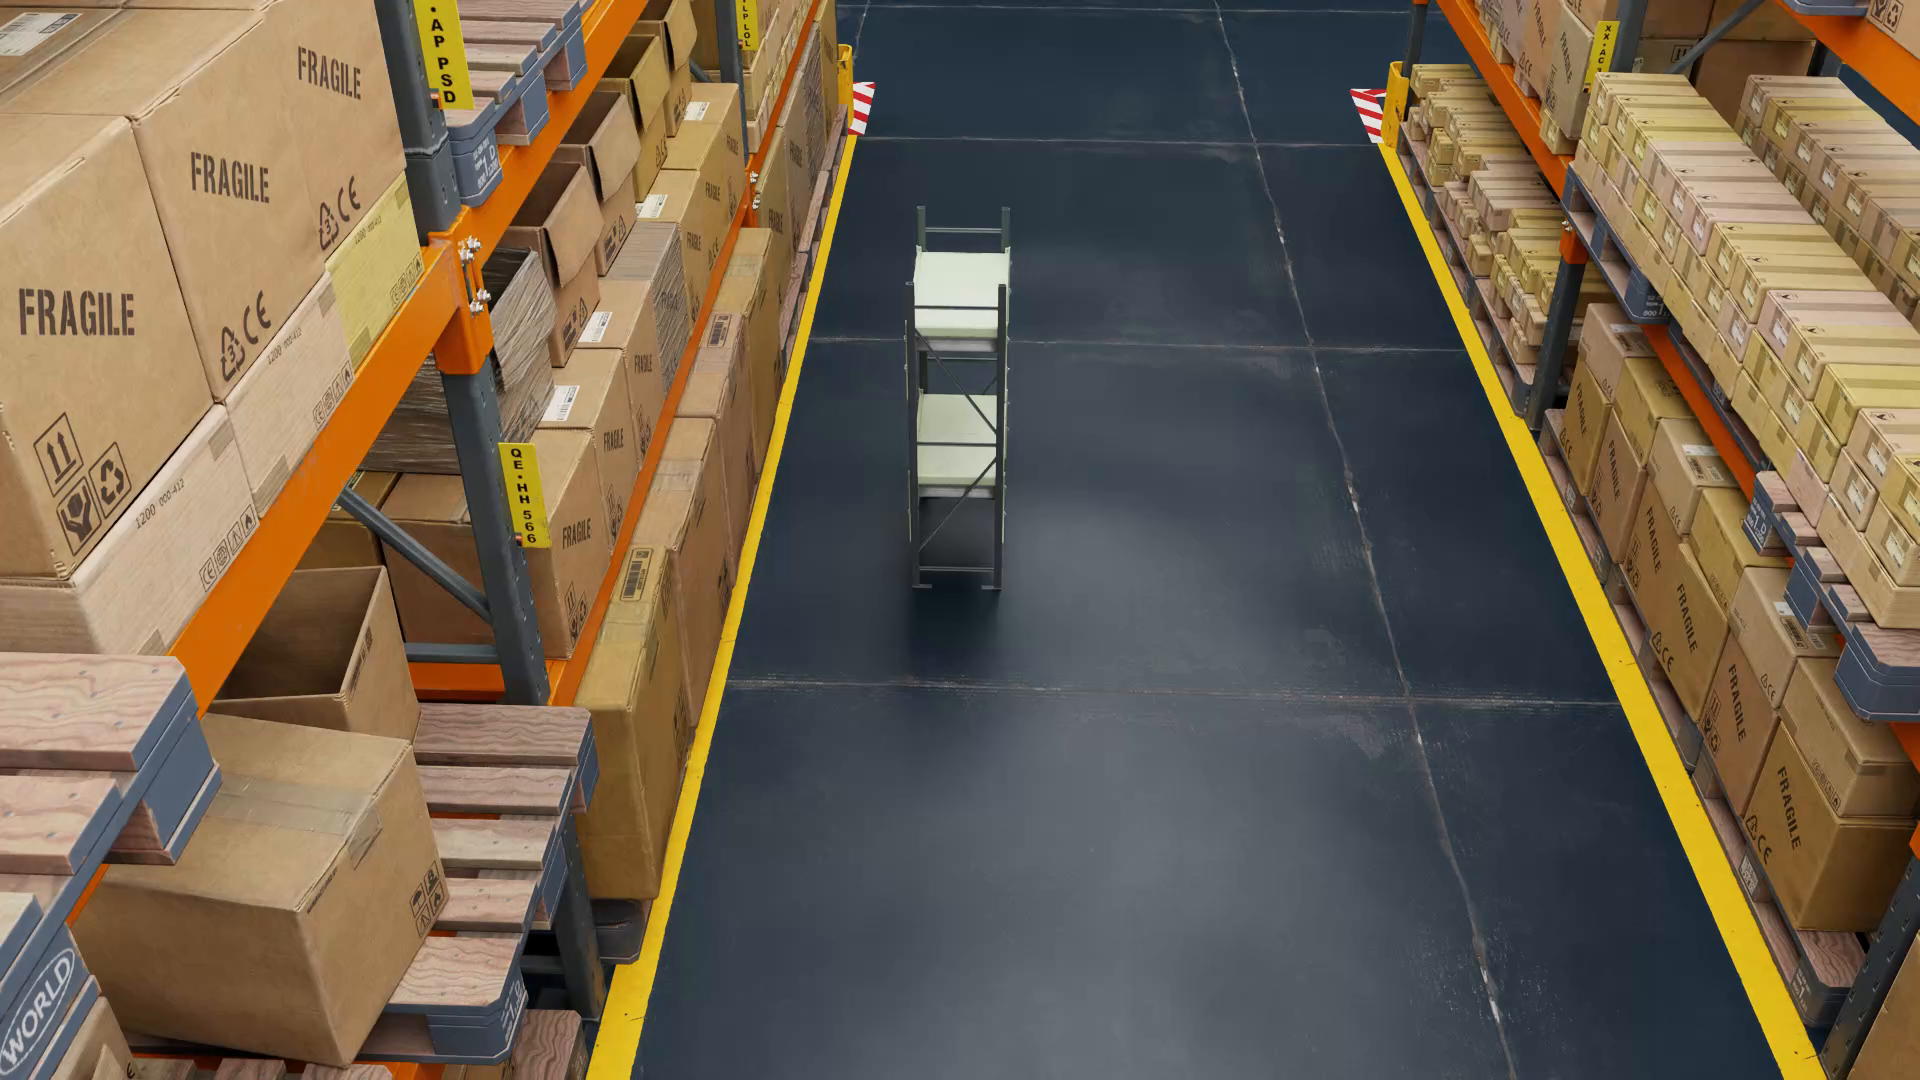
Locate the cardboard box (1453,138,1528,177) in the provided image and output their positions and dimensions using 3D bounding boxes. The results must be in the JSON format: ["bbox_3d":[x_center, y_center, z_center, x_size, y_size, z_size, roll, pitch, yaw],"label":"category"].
[{"bbox_3d":[3.193,-2.303,10.015,0.380,0.149,0.250,2,35,3],"label":"cardboard box"}]

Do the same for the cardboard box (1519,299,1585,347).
[{"bbox_3d":[3.121,-1.121,8.592,0.380,0.149,0.250,2,35,3],"label":"cardboard box"}]

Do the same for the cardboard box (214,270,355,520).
[{"bbox_3d":[-1.467,-0.282,3.064,0.500,0.250,0.500,1,35,2],"label":"cardboard box"}]

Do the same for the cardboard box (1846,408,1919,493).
[{"bbox_3d":[2.840,-0.256,4.842,0.380,0.149,0.250,1,35,1],"label":"cardboard box"}]

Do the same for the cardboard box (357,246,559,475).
[{"bbox_3d":[-1.641,-0.551,4.966,0.797,0.503,0.637,2,35,3],"label":"cardboard box"}]

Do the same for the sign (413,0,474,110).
[{"bbox_3d":[-1.144,-1.105,3.656,0.100,0.325,0.005,1,35,2],"label":"sign"}]

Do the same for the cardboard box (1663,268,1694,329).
[{"bbox_3d":[2.904,-0.909,6.288,0.380,0.149,0.250,1,35,1],"label":"cardboard box"}]

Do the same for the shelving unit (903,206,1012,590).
[{"bbox_3d":[0.000,-0.610,7.313,0.431,1.500,0.755,1,35,2],"label":"shelving unit"}]

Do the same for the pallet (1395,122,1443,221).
[{"bbox_3d":[3.516,-2.453,11.057,1.003,0.211,1.213,1,35,2],"label":"pallet"}]

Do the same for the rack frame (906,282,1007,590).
[{"bbox_3d":[-0.015,-0.399,7.014,0.400,1.500,0.023,1,35,2],"label":"rack frame"}]

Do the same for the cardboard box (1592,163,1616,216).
[{"bbox_3d":[2.946,-1.500,7.128,0.380,0.149,0.250,2,35,3],"label":"cardboard box"}]

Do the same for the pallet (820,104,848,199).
[{"bbox_3d":[-1.319,-2.674,11.372,1.003,0.211,1.213,1,35,2],"label":"pallet"}]

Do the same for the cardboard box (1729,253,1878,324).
[{"bbox_3d":[2.882,-0.855,5.694,0.380,0.149,0.250,3,35,4],"label":"cardboard box"}]

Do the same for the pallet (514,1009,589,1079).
[{"bbox_3d":[-1.719,1.910,4.849,1.003,0.211,1.213,1,35,2],"label":"pallet"}]

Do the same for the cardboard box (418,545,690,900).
[{"bbox_3d":[-1.638,0.621,5.740,1.225,0.875,0.875,0,35,0],"label":"cardboard box"}]

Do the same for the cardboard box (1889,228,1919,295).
[{"bbox_3d":[3.543,-0.980,5.871,0.380,0.149,0.250,1,35,1],"label":"cardboard box"}]

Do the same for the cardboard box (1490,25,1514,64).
[{"bbox_3d":[3.195,-2.772,9.305,0.380,0.149,0.250,2,35,3],"label":"cardboard box"}]

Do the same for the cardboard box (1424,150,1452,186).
[{"bbox_3d":[3.195,-2.376,10.637,0.380,0.149,0.250,2,35,2],"label":"cardboard box"}]

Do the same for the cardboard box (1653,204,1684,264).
[{"bbox_3d":[2.914,-1.179,6.414,0.380,0.149,0.250,3,35,4],"label":"cardboard box"}]

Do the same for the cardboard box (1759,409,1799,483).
[{"bbox_3d":[2.862,-0.304,5.427,0.380,0.149,0.250,1,35,1],"label":"cardboard box"}]

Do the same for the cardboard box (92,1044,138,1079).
[{"bbox_3d":[-1.483,1.167,3.232,0.396,0.266,0.258,0,35,1],"label":"cardboard box"}]

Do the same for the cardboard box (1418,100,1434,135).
[{"bbox_3d":[3.242,-2.780,10.952,0.380,0.149,0.250,1,35,2],"label":"cardboard box"}]

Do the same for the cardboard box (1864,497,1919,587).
[{"bbox_3d":[2.831,0.007,4.725,0.380,0.149,0.250,2,35,3],"label":"cardboard box"}]

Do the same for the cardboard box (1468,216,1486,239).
[{"bbox_3d":[3.221,-1.787,9.799,0.380,0.149,0.250,2,35,3],"label":"cardboard box"}]

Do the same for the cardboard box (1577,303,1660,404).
[{"bbox_3d":[3.133,-0.843,7.498,0.500,0.250,0.500,0,35,0],"label":"cardboard box"}]

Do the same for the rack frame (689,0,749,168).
[{"bbox_3d":[-1.526,-1.978,7.956,1.000,3.000,0.127,1,35,2],"label":"rack frame"}]

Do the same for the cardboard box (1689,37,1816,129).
[{"bbox_3d":[3.698,-2.247,7.993,0.500,0.500,0.500,1,35,1],"label":"cardboard box"}]

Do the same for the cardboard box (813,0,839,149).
[{"bbox_3d":[-1.311,-3.209,11.191,0.875,0.875,0.875,1,35,2],"label":"cardboard box"}]

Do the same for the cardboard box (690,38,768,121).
[{"bbox_3d":[-1.245,-2.303,8.289,0.500,0.250,0.500,1,35,1],"label":"cardboard box"}]

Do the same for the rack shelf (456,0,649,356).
[{"bbox_3d":[-1.606,-1.762,5.666,1.077,0.370,4.000,1,35,2],"label":"rack shelf"}]

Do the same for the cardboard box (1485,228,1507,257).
[{"bbox_3d":[3.212,-1.720,9.444,0.380,0.149,0.250,2,35,3],"label":"cardboard box"}]

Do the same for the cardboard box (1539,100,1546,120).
[{"bbox_3d":[3.176,-2.175,8.455,0.380,0.149,0.250,3,35,4],"label":"cardboard box"}]

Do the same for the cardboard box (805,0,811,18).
[{"bbox_3d":[-1.100,-3.226,9.950,0.380,0.149,0.250,1,35,2],"label":"cardboard box"}]

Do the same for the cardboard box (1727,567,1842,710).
[{"bbox_3d":[3.041,0.347,5.804,0.500,0.250,0.500,2,35,3],"label":"cardboard box"}]

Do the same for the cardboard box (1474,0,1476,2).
[{"bbox_3d":[3.340,-3.370,10.155,0.380,0.149,0.250,3,35,4],"label":"cardboard box"}]

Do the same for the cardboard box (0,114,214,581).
[{"bbox_3d":[-1.500,-0.294,2.429,0.500,0.500,0.500,2,35,3],"label":"cardboard box"}]

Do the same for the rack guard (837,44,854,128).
[{"bbox_3d":[-1.364,-3.268,11.965,1.175,0.500,0.348,1,35,2],"label":"rack guard"}]

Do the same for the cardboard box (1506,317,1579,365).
[{"bbox_3d":[3.102,-1.044,8.741,0.380,0.149,0.250,2,35,2],"label":"cardboard box"}]

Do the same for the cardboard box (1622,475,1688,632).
[{"bbox_3d":[3.105,0.069,6.852,0.500,0.500,0.500,2,35,3],"label":"cardboard box"}]

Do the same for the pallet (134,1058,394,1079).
[{"bbox_3d":[-1.725,1.536,3.122,1.003,0.211,1.213,1,35,2],"label":"pallet"}]

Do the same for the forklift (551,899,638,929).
[{"bbox_3d":[-2.598,0.052,5.127,3.031,2.935,1.130,0,35,0],"label":"forklift"}]

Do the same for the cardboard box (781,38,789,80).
[{"bbox_3d":[-1.142,-2.638,9.114,0.380,0.149,0.250,1,35,1],"label":"cardboard box"}]

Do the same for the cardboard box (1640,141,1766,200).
[{"bbox_3d":[2.921,-1.452,6.543,0.380,0.149,0.250,1,35,1],"label":"cardboard box"}]

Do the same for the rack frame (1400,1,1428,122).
[{"bbox_3d":[3.587,-4.104,10.981,1.000,3.000,0.127,1,35,2],"label":"rack frame"}]

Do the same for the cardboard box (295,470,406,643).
[{"bbox_3d":[-1.914,-0.010,5.069,0.500,0.500,0.500,2,35,3],"label":"cardboard box"}]

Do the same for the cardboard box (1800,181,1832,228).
[{"bbox_3d":[3.579,-1.312,6.603,0.380,0.149,0.250,0,35,0],"label":"cardboard box"}]

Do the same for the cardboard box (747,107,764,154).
[{"bbox_3d":[-1.181,-2.038,8.259,0.380,0.149,0.250,1,35,2],"label":"cardboard box"}]

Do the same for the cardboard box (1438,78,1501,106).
[{"bbox_3d":[3.336,-2.898,10.862,0.380,0.149,0.250,2,35,3],"label":"cardboard box"}]

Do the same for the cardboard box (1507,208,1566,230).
[{"bbox_3d":[3.242,-1.703,9.162,0.380,0.149,0.250,2,35,3],"label":"cardboard box"}]

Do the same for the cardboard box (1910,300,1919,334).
[{"bbox_3d":[3.536,-0.711,5.748,0.380,0.149,0.250,1,35,1],"label":"cardboard box"}]

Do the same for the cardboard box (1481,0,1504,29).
[{"bbox_3d":[3.250,-3.133,9.253,0.500,0.500,0.500,0,35,1],"label":"cardboard box"}]

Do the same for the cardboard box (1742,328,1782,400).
[{"bbox_3d":[2.870,-0.584,5.567,0.380,0.149,0.250,1,35,2],"label":"cardboard box"}]

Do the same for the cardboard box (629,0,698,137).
[{"bbox_3d":[-1.543,-2.063,7.117,0.797,0.503,0.637,0,35,1],"label":"cardboard box"}]

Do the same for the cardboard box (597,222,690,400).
[{"bbox_3d":[-1.337,-0.872,6.295,0.500,0.500,0.500,1,35,2],"label":"cardboard box"}]

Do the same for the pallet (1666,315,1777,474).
[{"bbox_3d":[3.304,-0.567,6.115,1.003,0.211,1.213,1,35,2],"label":"pallet"}]

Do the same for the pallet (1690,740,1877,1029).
[{"bbox_3d":[3.299,1.184,5.881,1.003,0.211,1.213,1,35,2],"label":"pallet"}]

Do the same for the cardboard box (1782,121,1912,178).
[{"bbox_3d":[3.583,-1.580,6.726,0.380,0.149,0.250,0,35,0],"label":"cardboard box"}]

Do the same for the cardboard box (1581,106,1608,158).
[{"bbox_3d":[2.951,-1.781,7.270,0.380,0.149,0.250,2,35,3],"label":"cardboard box"}]
